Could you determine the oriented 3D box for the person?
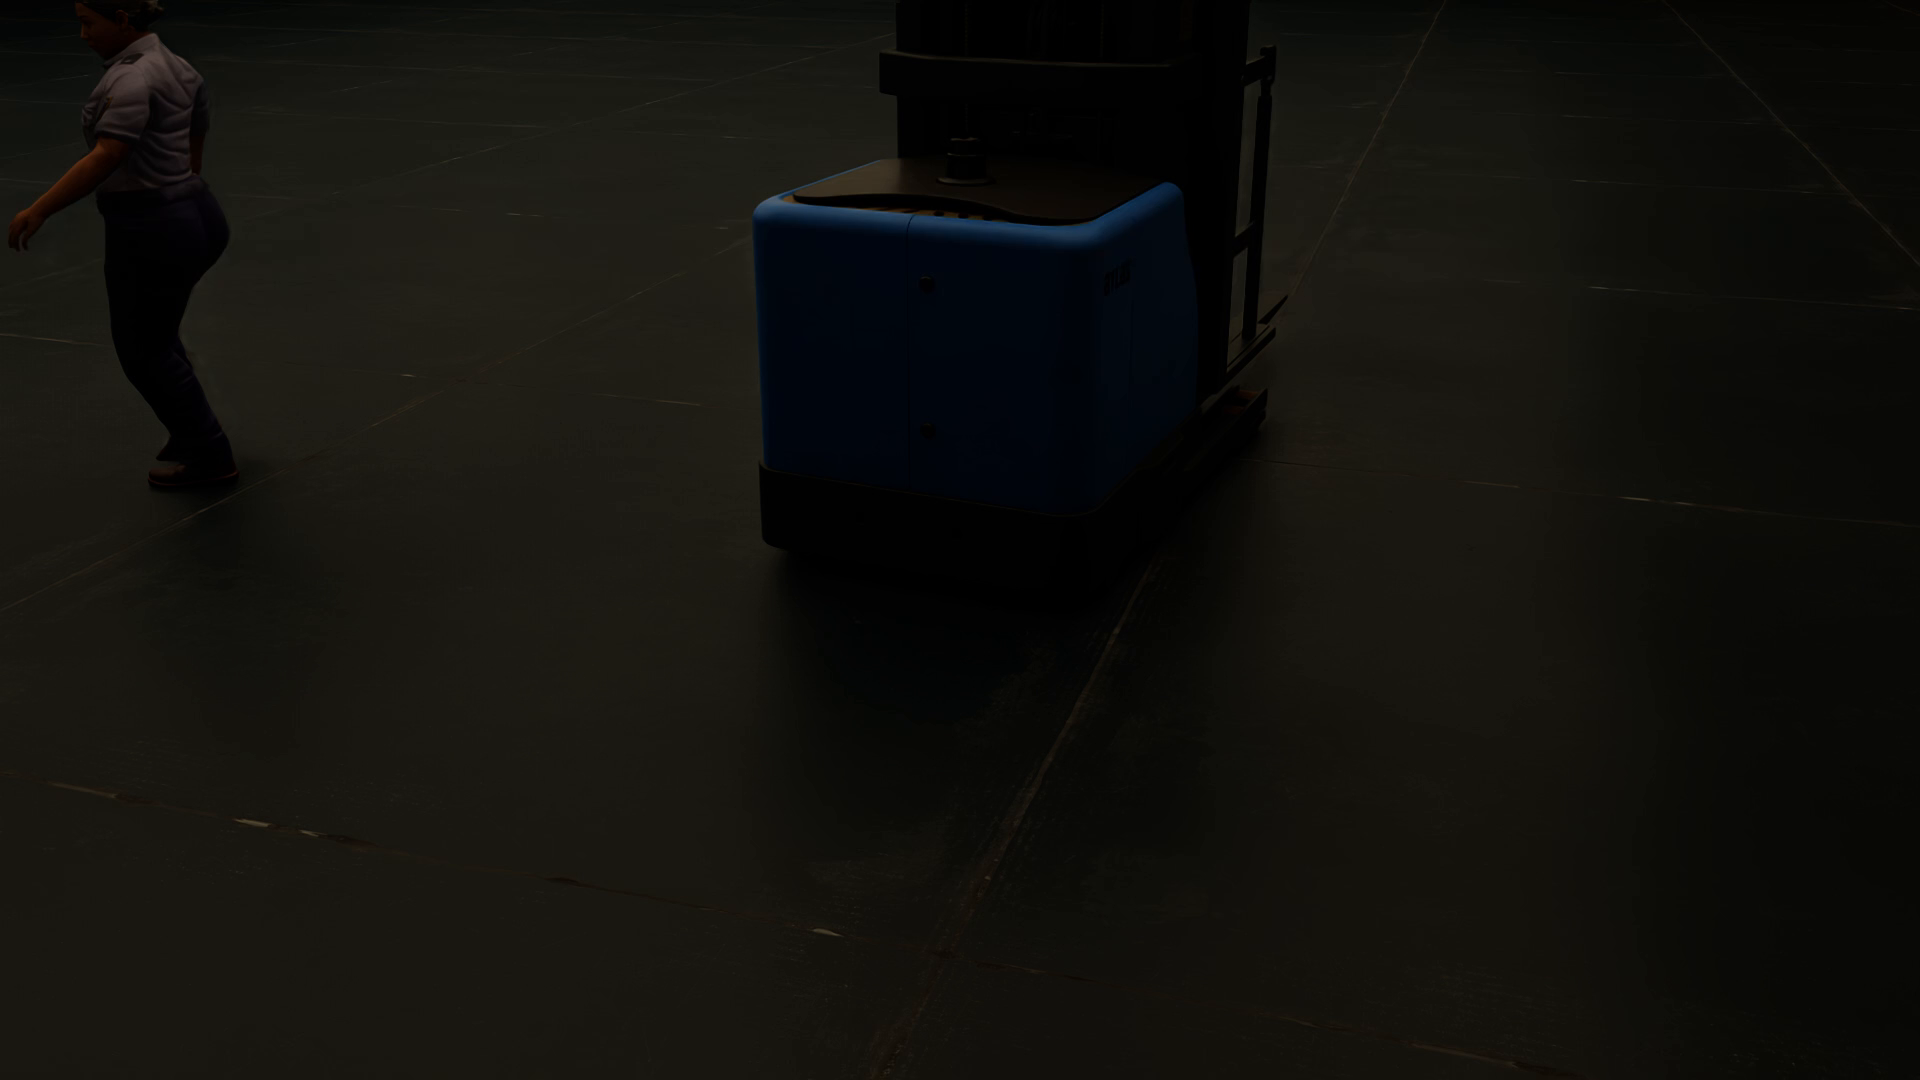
[{"bbox_3d":[-2.626,-0.945,5.352,0.462,1.673,0.843,1,22,2],"label":"person"}]

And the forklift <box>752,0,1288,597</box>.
[{"bbox_3d":[0.471,-1.726,5.461,1.130,2.935,3.031,10,24,22],"label":"forklift"}]
